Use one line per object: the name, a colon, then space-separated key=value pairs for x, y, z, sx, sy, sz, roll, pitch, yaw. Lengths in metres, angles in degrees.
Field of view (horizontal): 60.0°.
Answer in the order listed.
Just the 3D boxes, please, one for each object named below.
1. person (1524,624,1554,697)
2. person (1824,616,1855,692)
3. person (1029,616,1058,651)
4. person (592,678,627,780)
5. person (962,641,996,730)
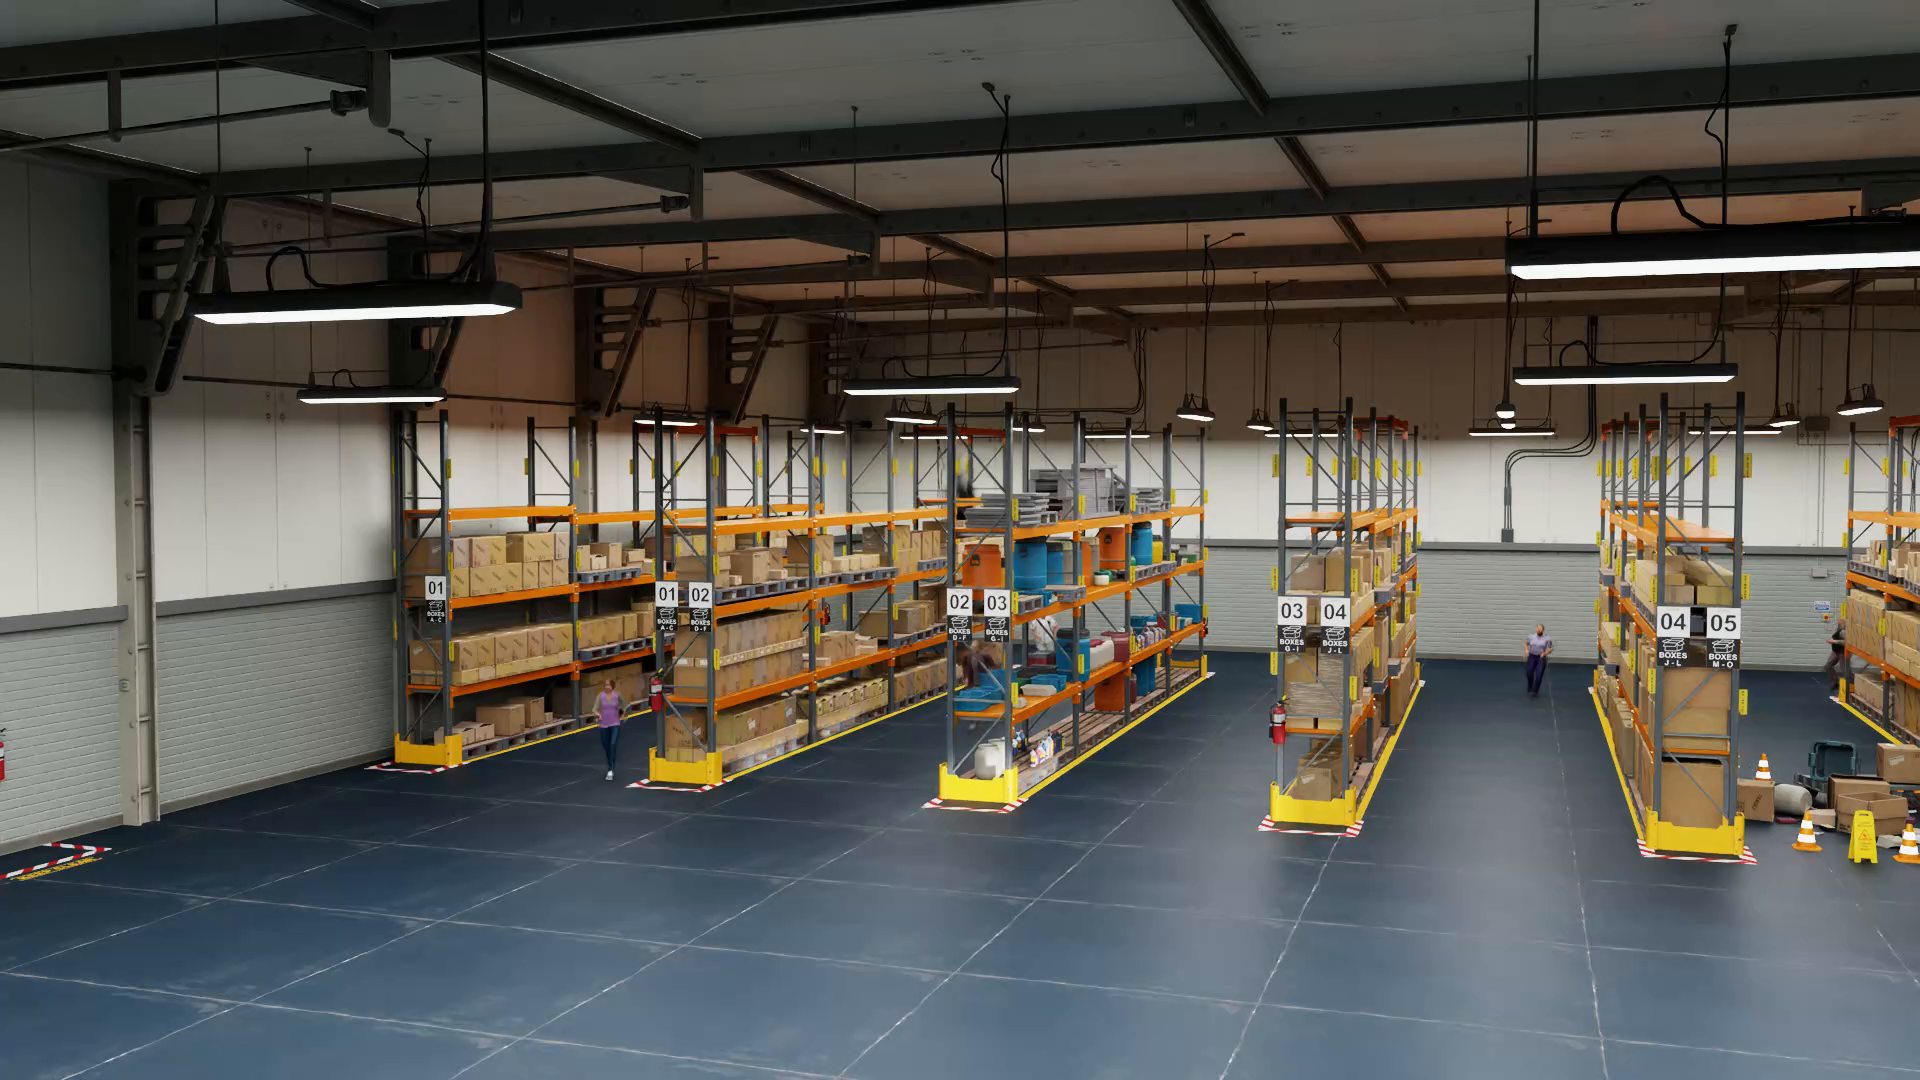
person: x=12.700 y=2.649 z=36.519 sx=0.637 sy=1.592 sz=0.510 roll=1 pitch=3 yaw=28
person: x=19.683 y=2.563 z=37.162 sx=0.756 sy=1.765 sz=0.635 roll=0 pitch=2 yaw=4
person: x=2.012 y=2.430 z=39.867 sx=0.696 sy=1.735 sz=0.519 roll=0 pitch=2 yaw=3
person: x=-5.691 y=3.032 z=27.030 sx=0.540 sy=1.601 sz=0.889 roll=0 pitch=2 yaw=-5
person: x=0.381 y=2.789 z=32.224 sx=0.707 sy=1.723 sz=0.860 roll=1 pitch=3 yaw=16
